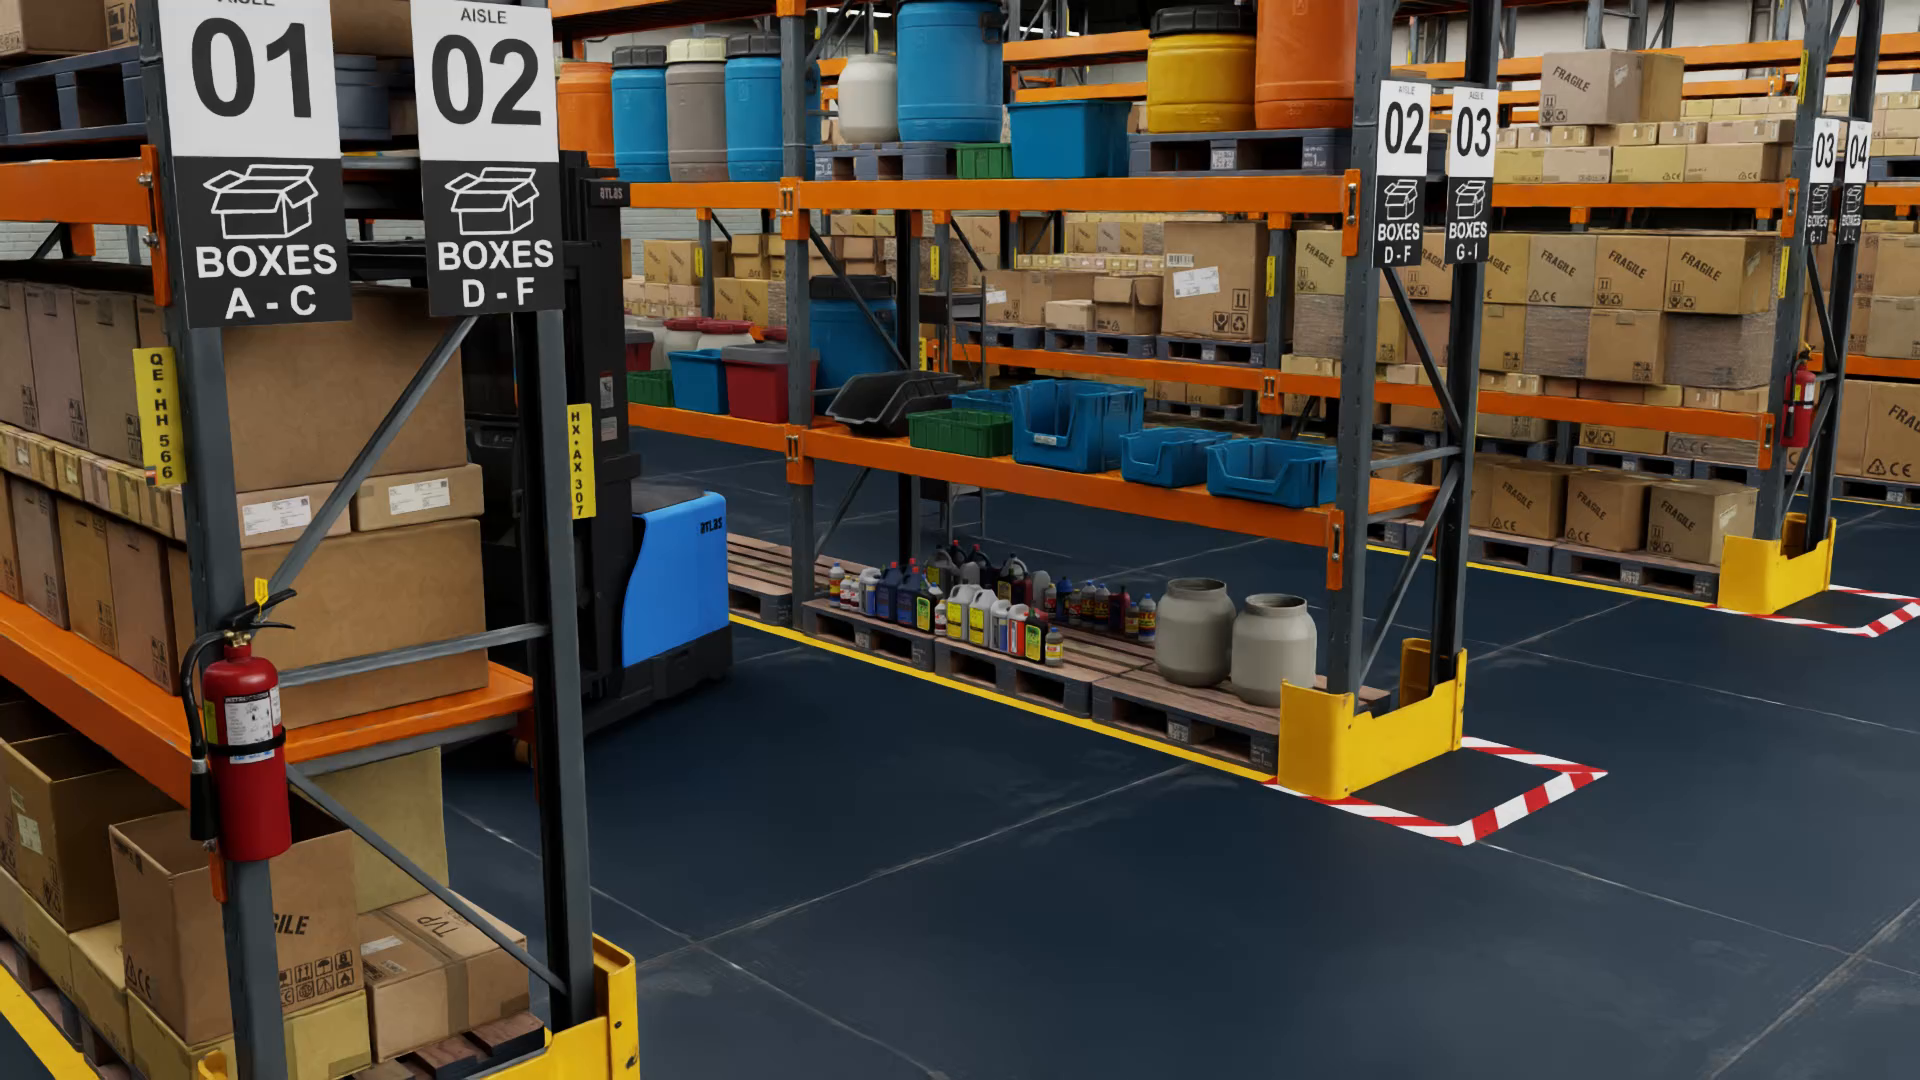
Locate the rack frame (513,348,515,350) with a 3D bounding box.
[{"bbox_3d":[-3.428,-1.540,13.452,1.000,3.000,0.127,-11,16,-43],"label":"rack frame"}]

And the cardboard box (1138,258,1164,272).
[{"bbox_3d":[2.439,-3.438,20.771,0.380,0.149,0.250,-11,16,-43],"label":"cardboard box"}]

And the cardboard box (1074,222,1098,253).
[{"bbox_3d":[2.284,-5.133,28.167,0.500,0.500,0.500,11,16,44],"label":"cardboard box"}]

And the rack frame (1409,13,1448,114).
[{"bbox_3d":[8.146,-7.825,29.093,1.000,3.000,0.127,-11,16,-43],"label":"rack frame"}]

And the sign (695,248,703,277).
[{"bbox_3d":[-3.009,-3.199,19.163,0.100,0.325,0.005,-11,16,-43],"label":"sign"}]

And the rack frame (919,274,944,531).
[{"bbox_3d":[-0.283,-1.088,13.490,0.400,2.100,0.015,-11,16,-43],"label":"rack frame"}]

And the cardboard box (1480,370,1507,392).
[{"bbox_3d":[4.098,-1.203,12.438,0.380,0.149,0.250,-11,16,-43],"label":"cardboard box"}]

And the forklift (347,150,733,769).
[{"bbox_3d":[-2.400,-0.428,8.225,1.130,2.935,3.031,6,13,25],"label":"forklift"}]

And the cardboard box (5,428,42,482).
[{"bbox_3d":[-2.963,-0.304,5.601,0.380,0.149,0.250,-11,16,-43],"label":"cardboard box"}]

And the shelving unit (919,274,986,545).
[{"bbox_3d":[-0.114,-1.053,13.317,0.431,2.100,0.503,-11,16,-43],"label":"shelving unit"}]

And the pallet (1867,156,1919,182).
[{"bbox_3d":[8.816,-3.271,14.643,1.003,0.211,1.213,-11,16,-43],"label":"pallet"}]

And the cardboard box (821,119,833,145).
[{"bbox_3d":[-1.272,-4.251,17.879,0.797,0.503,0.637,-11,16,-43],"label":"cardboard box"}]

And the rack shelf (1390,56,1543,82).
[{"bbox_3d":[5.192,-5.005,18.176,1.077,0.370,4.000,-11,16,-43],"label":"rack shelf"}]

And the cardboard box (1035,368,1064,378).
[{"bbox_3d":[1.367,-2.327,22.425,0.500,0.500,0.500,-10,15,-40],"label":"cardboard box"}]

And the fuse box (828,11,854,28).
[{"bbox_3d":[-2.279,-10.064,32.032,0.513,0.334,0.176,-11,16,-43],"label":"fuse box"}]

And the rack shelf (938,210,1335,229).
[{"bbox_3d":[1.535,-3.055,15.155,1.077,0.370,4.000,-11,16,-43],"label":"rack shelf"}]

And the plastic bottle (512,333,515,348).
[{"bbox_3d":[-3.813,-1.655,14.317,0.152,0.276,0.135,-11,16,-43],"label":"plastic bottle"}]

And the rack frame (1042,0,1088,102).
[{"bbox_3d":[1.797,-7.717,28.566,1.000,3.000,0.127,-11,16,-43],"label":"rack frame"}]

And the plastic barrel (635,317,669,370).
[{"bbox_3d":[-2.273,-1.413,12.558,0.421,0.512,0.421,0,12,0],"label":"plastic barrel"}]

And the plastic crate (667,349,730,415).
[{"bbox_3d":[-1.653,-1.066,11.191,0.392,0.384,0.575,-11,16,-43],"label":"plastic crate"}]

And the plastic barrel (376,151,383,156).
[{"bbox_3d":[-4.901,-3.816,14.784,0.600,0.901,0.708,-11,16,-43],"label":"plastic barrel"}]

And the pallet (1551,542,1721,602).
[{"bbox_3d":[5.091,0.169,12.069,1.003,0.211,1.213,-11,16,-43],"label":"pallet"}]

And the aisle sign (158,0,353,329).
[{"bbox_3d":[-1.656,-0.905,3.929,0.394,0.787,0.004,-11,16,-43],"label":"aisle sign"}]

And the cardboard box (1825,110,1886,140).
[{"bbox_3d":[8.105,-3.714,14.917,0.500,0.250,0.500,-11,16,-43],"label":"cardboard box"}]

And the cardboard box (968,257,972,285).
[{"bbox_3d":[0.152,-3.792,23.399,0.500,0.500,0.500,11,16,44],"label":"cardboard box"}]

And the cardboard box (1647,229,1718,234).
[{"bbox_3d":[7.267,-2.802,16.532,0.875,0.550,0.550,-11,16,-43],"label":"cardboard box"}]

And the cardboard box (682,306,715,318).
[{"bbox_3d":[-3.056,-2.690,19.655,0.380,0.149,0.250,-11,16,-42],"label":"cardboard box"}]

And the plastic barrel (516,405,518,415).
[{"bbox_3d":[-3.779,-0.752,13.963,0.600,0.830,0.708,-11,16,-43],"label":"plastic barrel"}]

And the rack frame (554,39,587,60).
[{"bbox_3d":[-5.371,-6.336,21.863,1.000,3.000,0.127,-11,16,-43],"label":"rack frame"}]

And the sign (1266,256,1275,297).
[{"bbox_3d":[2.517,-2.135,13.473,0.100,0.325,0.005,-11,16,-43],"label":"sign"}]

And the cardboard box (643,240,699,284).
[{"bbox_3d":[-3.462,-3.357,20.047,0.500,0.500,0.500,-11,16,-42],"label":"cardboard box"}]

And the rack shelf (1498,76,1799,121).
[{"bbox_3d":[8.702,-5.709,21.595,1.077,0.370,4.000,-11,16,-43],"label":"rack shelf"}]

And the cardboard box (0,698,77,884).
[{"bbox_3d":[-3.120,0.837,5.828,0.500,0.500,0.500,-11,16,-43],"label":"cardboard box"}]

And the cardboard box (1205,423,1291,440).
[{"bbox_3d":[2.508,-0.730,14.626,0.500,0.500,0.700,10,15,41],"label":"cardboard box"}]

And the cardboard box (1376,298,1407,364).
[{"bbox_3d":[3.502,-1.689,13.190,0.875,0.500,0.500,-11,16,-43],"label":"cardboard box"}]

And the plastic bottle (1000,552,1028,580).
[{"bbox_3d":[0.343,0.255,10.215,0.144,0.351,0.185,-11,16,-43],"label":"plastic bottle"}]

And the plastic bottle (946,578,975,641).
[{"bbox_3d":[0.015,0.391,9.554,0.144,0.351,0.185,-11,16,-43],"label":"plastic bottle"}]

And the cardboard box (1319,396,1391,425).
[{"bbox_3d":[4.773,-1.782,19.160,1.050,0.750,0.750,-11,16,-42],"label":"cardboard box"}]

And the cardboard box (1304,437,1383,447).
[{"bbox_3d":[3.163,-0.564,13.868,0.500,0.500,0.500,11,16,43],"label":"cardboard box"}]

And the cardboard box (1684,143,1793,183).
[{"bbox_3d":[5.162,-2.493,11.017,0.500,0.250,0.500,-10,16,-41],"label":"cardboard box"}]

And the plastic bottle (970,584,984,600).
[{"bbox_3d":[0.105,0.403,9.679,0.152,0.276,0.135,-11,16,-43],"label":"plastic bottle"}]

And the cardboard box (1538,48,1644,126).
[{"bbox_3d":[4.425,-3.162,11.668,0.500,0.500,0.500,-11,16,-43],"label":"cardboard box"}]

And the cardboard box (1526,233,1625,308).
[{"bbox_3d":[4.427,-1.938,11.922,0.500,0.500,0.500,-11,16,-43],"label":"cardboard box"}]

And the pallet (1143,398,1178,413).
[{"bbox_3d":[2.434,-1.833,21.785,1.003,0.211,1.213,-11,16,-43],"label":"pallet"}]

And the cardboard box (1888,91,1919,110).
[{"bbox_3d":[8.329,-3.844,14.559,0.380,0.149,0.250,-11,16,-42],"label":"cardboard box"}]

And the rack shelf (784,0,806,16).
[{"bbox_3d":[0.715,-3.054,8.709,1.077,0.370,4.000,-11,16,-43],"label":"rack shelf"}]

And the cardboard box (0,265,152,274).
[{"bbox_3d":[-3.245,-0.740,6.107,0.700,0.500,0.500,-11,16,-43],"label":"cardboard box"}]

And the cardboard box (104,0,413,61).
[{"bbox_3d":[-1.883,-1.561,4.477,0.797,0.503,0.637,-9,15,-39],"label":"cardboard box"}]

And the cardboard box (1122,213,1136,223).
[{"bbox_3d":[2.882,-5.312,27.429,0.250,0.149,0.380,11,16,44],"label":"cardboard box"}]

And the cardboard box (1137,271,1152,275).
[{"bbox_3d":[2.429,-3.293,20.808,0.380,0.149,0.250,-11,16,-43],"label":"cardboard box"}]

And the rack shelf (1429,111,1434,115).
[{"bbox_3d":[6.765,-7.763,30.582,1.077,0.370,4.000,-11,16,-43],"label":"rack shelf"}]
